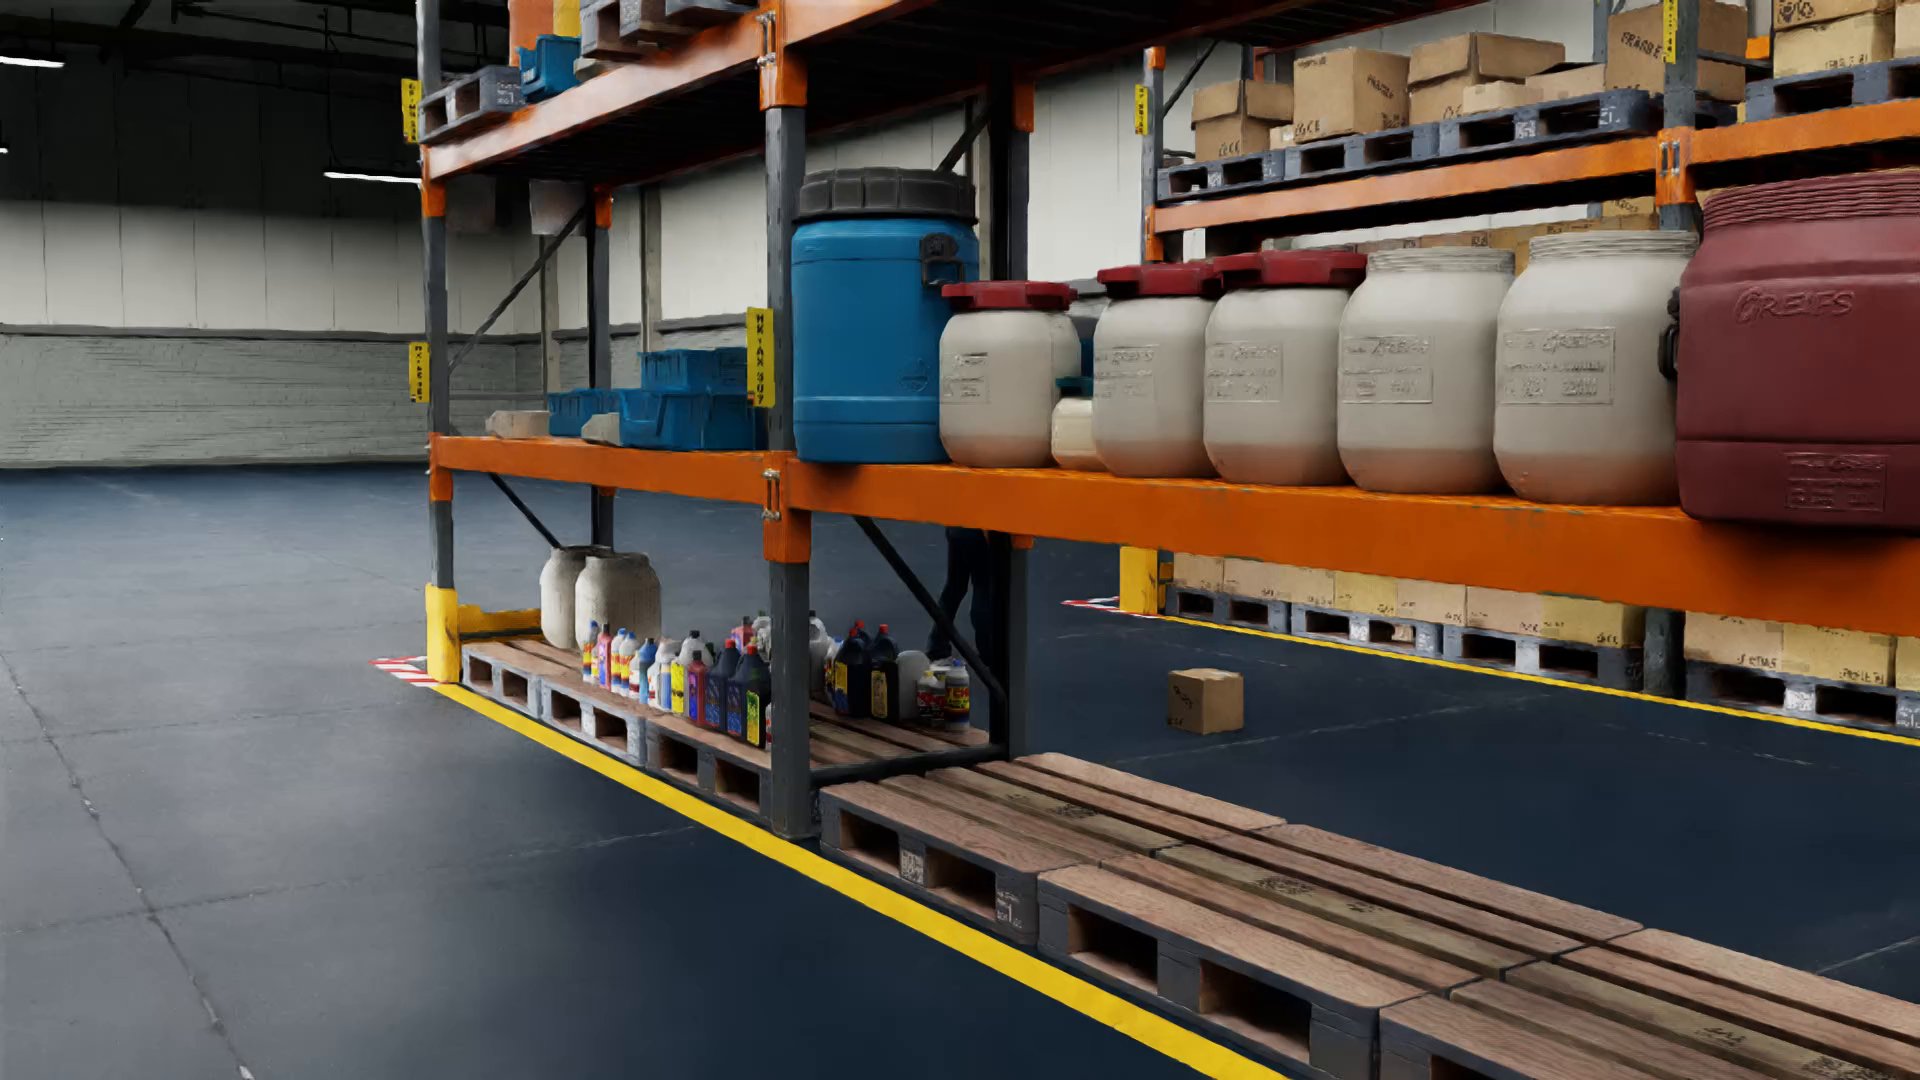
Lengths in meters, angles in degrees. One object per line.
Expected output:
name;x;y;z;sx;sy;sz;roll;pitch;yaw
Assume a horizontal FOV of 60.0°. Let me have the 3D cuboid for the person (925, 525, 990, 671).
person;0.094;-0.059;8.886;0.545;1.592;0.524;-1;5;-9
